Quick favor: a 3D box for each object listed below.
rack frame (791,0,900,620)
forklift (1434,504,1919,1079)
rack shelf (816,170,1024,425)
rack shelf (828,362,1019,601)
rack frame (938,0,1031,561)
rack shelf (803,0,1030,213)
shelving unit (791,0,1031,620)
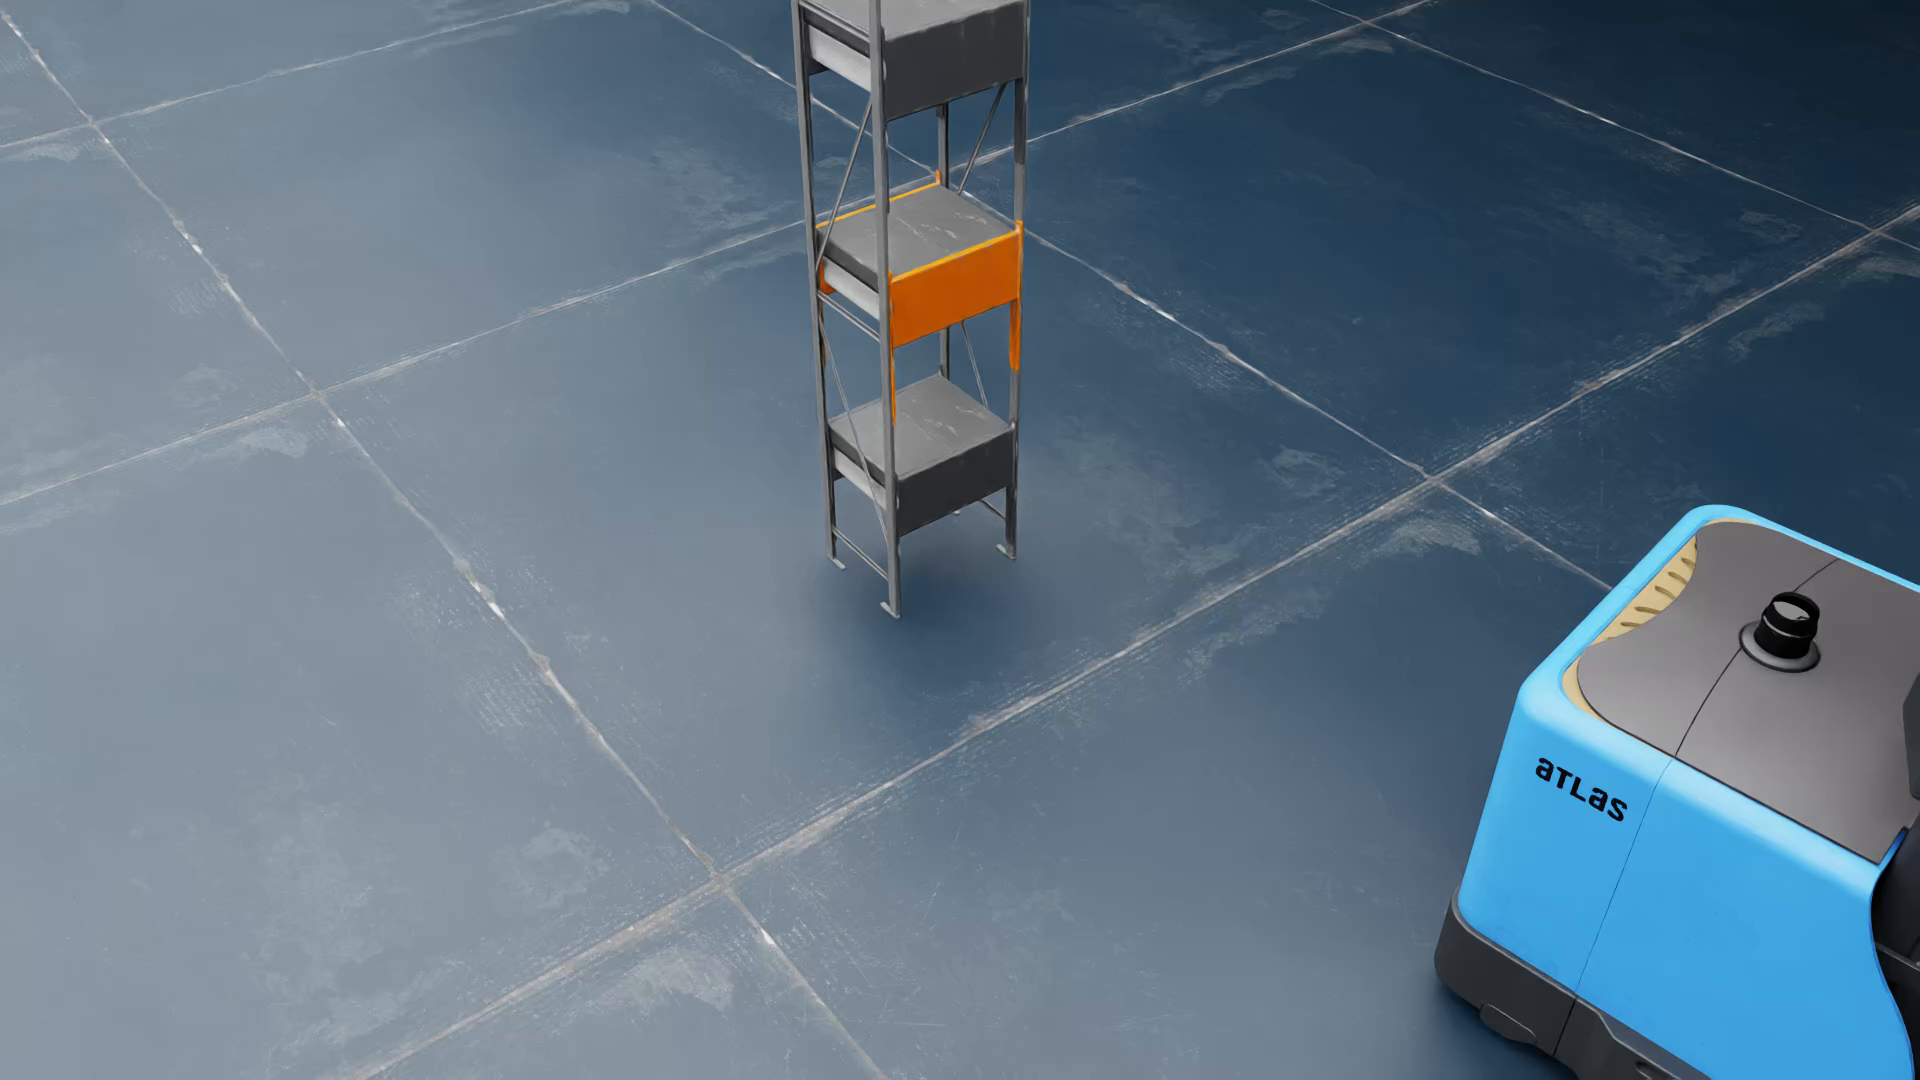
[{"bbox_3d":[-0.325,-0.654,4.891,0.015,2.100,0.400,-26,46,-28],"label":"rack frame"},{"bbox_3d":[2.643,0.445,2.896,3.031,2.935,1.130,31,48,32],"label":"forklift"},{"bbox_3d":[-0.131,-0.737,5.015,0.480,0.518,0.431,-26,46,-28],"label":"rack shelf"},{"bbox_3d":[-0.131,-0.196,5.459,0.480,0.518,0.431,-26,46,-28],"label":"rack shelf"},{"bbox_3d":[0.062,-0.842,5.121,0.015,2.100,0.400,-26,46,-28],"label":"rack frame"},{"bbox_3d":[-0.131,-1.278,4.571,0.480,0.518,0.431,-26,46,-28],"label":"rack shelf"},{"bbox_3d":[-0.131,-0.748,5.006,0.503,2.100,0.431,-26,46,-28],"label":"shelving unit"}]
